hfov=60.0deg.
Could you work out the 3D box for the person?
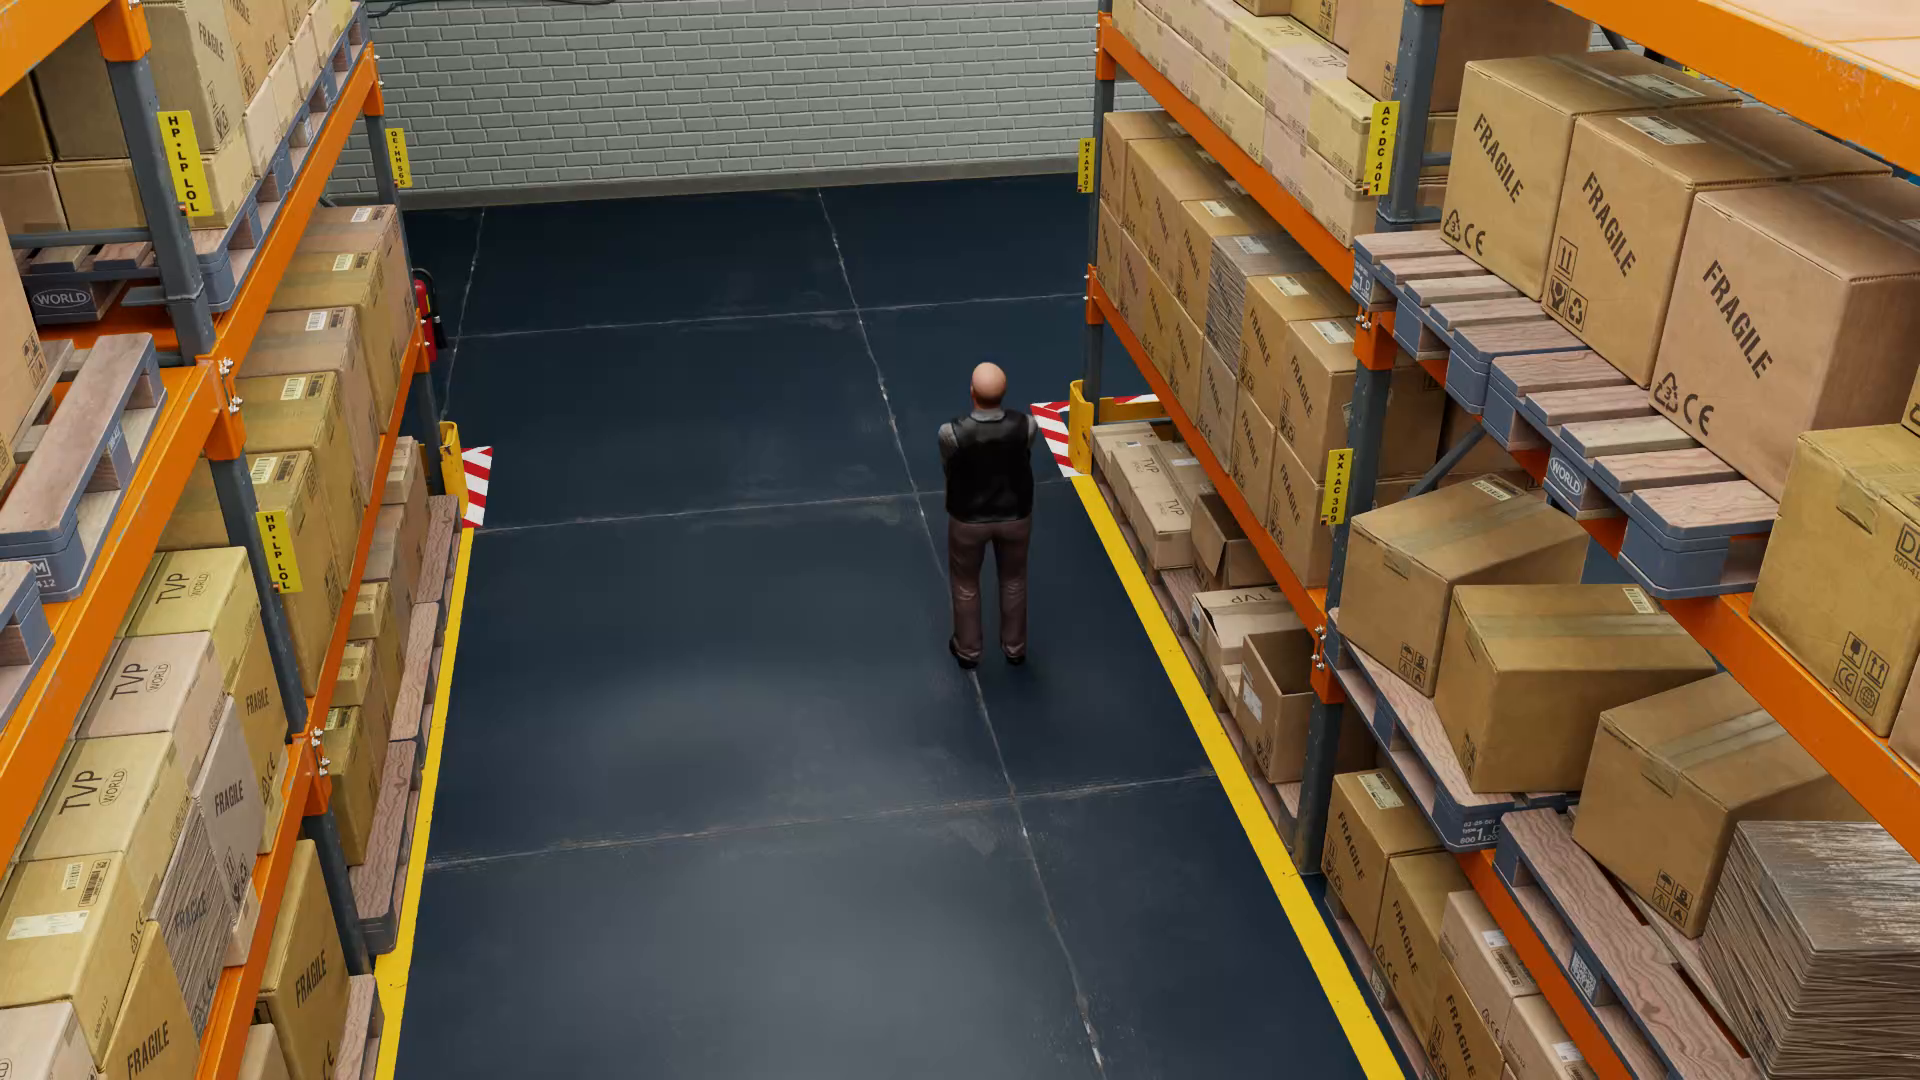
[{"bbox_3d":[0.118,-0.167,8.454,0.494,1.713,0.547,-5,31,-8],"label":"person"}]
